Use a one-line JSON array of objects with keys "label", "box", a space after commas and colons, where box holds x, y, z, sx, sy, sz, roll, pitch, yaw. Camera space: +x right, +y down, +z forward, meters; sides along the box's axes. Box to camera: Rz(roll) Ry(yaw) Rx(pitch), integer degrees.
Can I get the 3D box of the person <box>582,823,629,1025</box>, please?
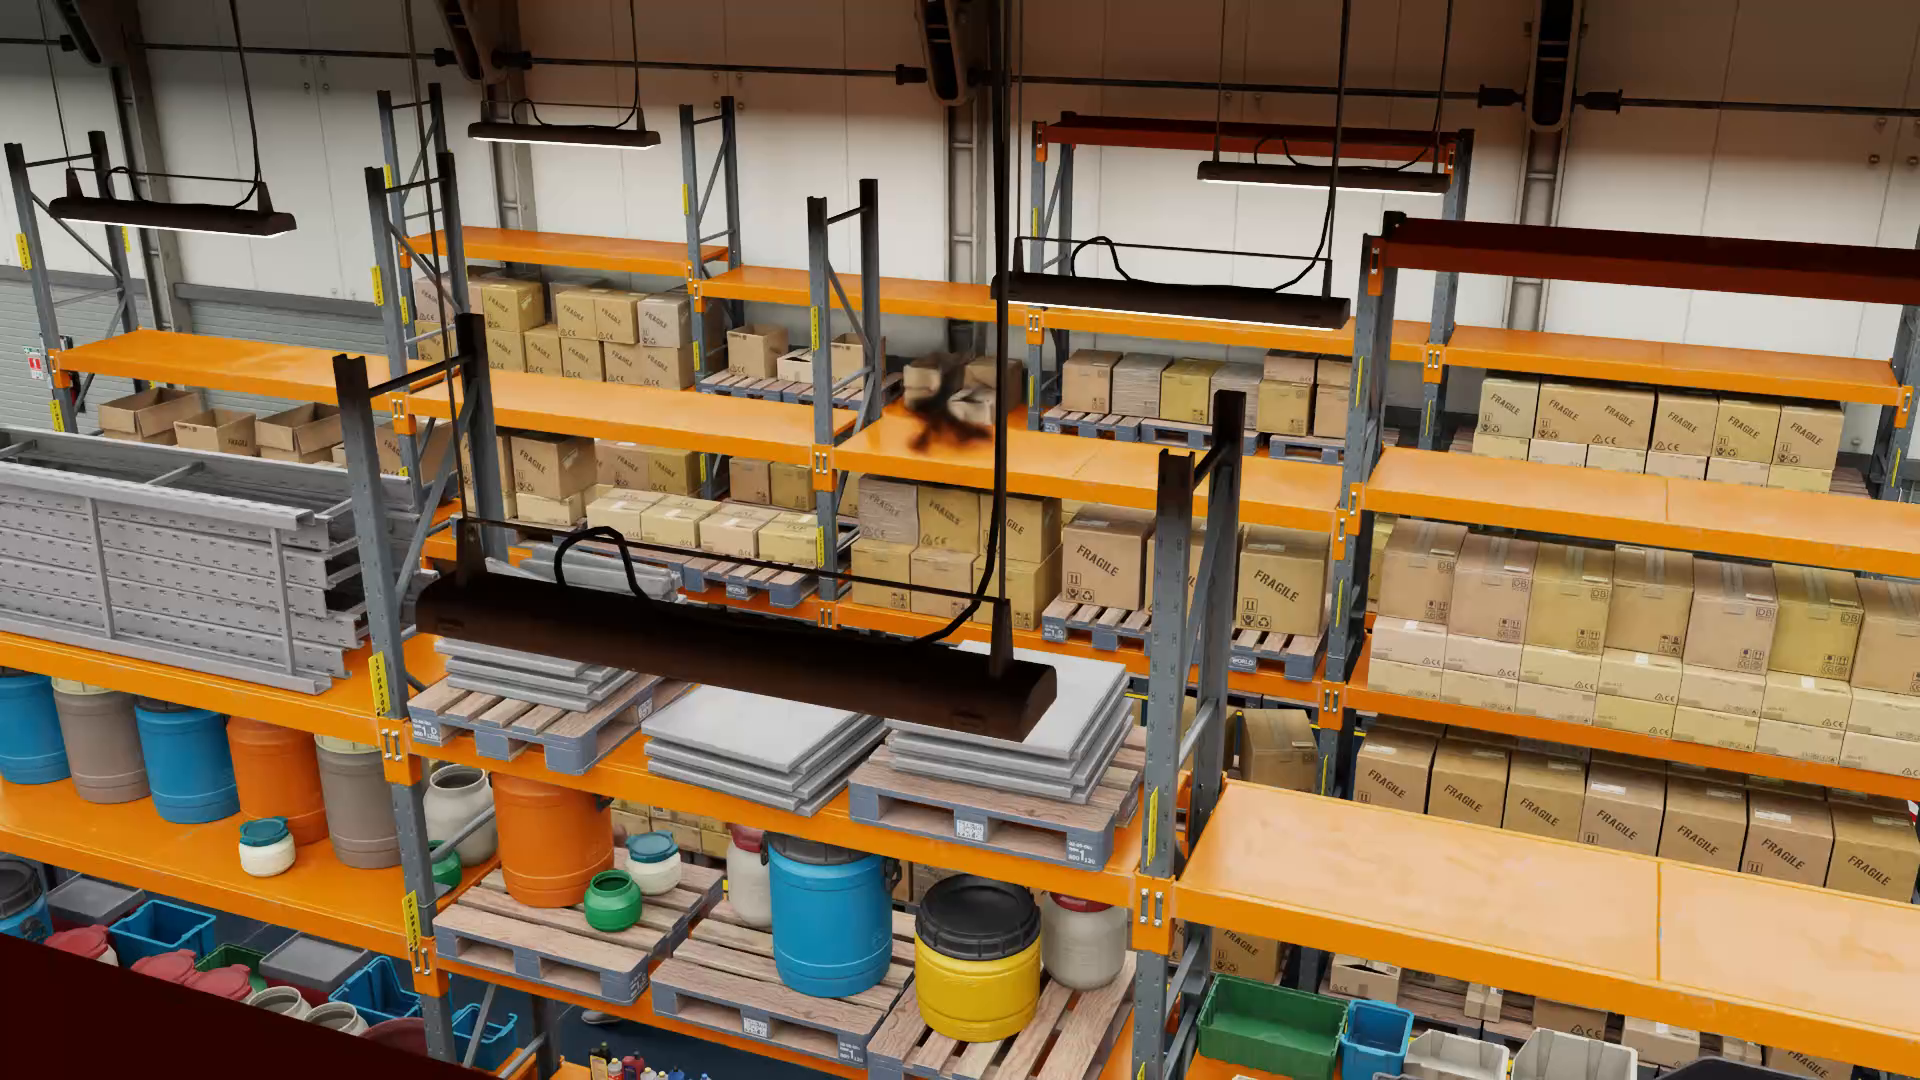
[{"label": "person", "box": [-2.427, 2.882, 12.406, 0.943, 1.717, 0.647, 4, 21, 10]}]
